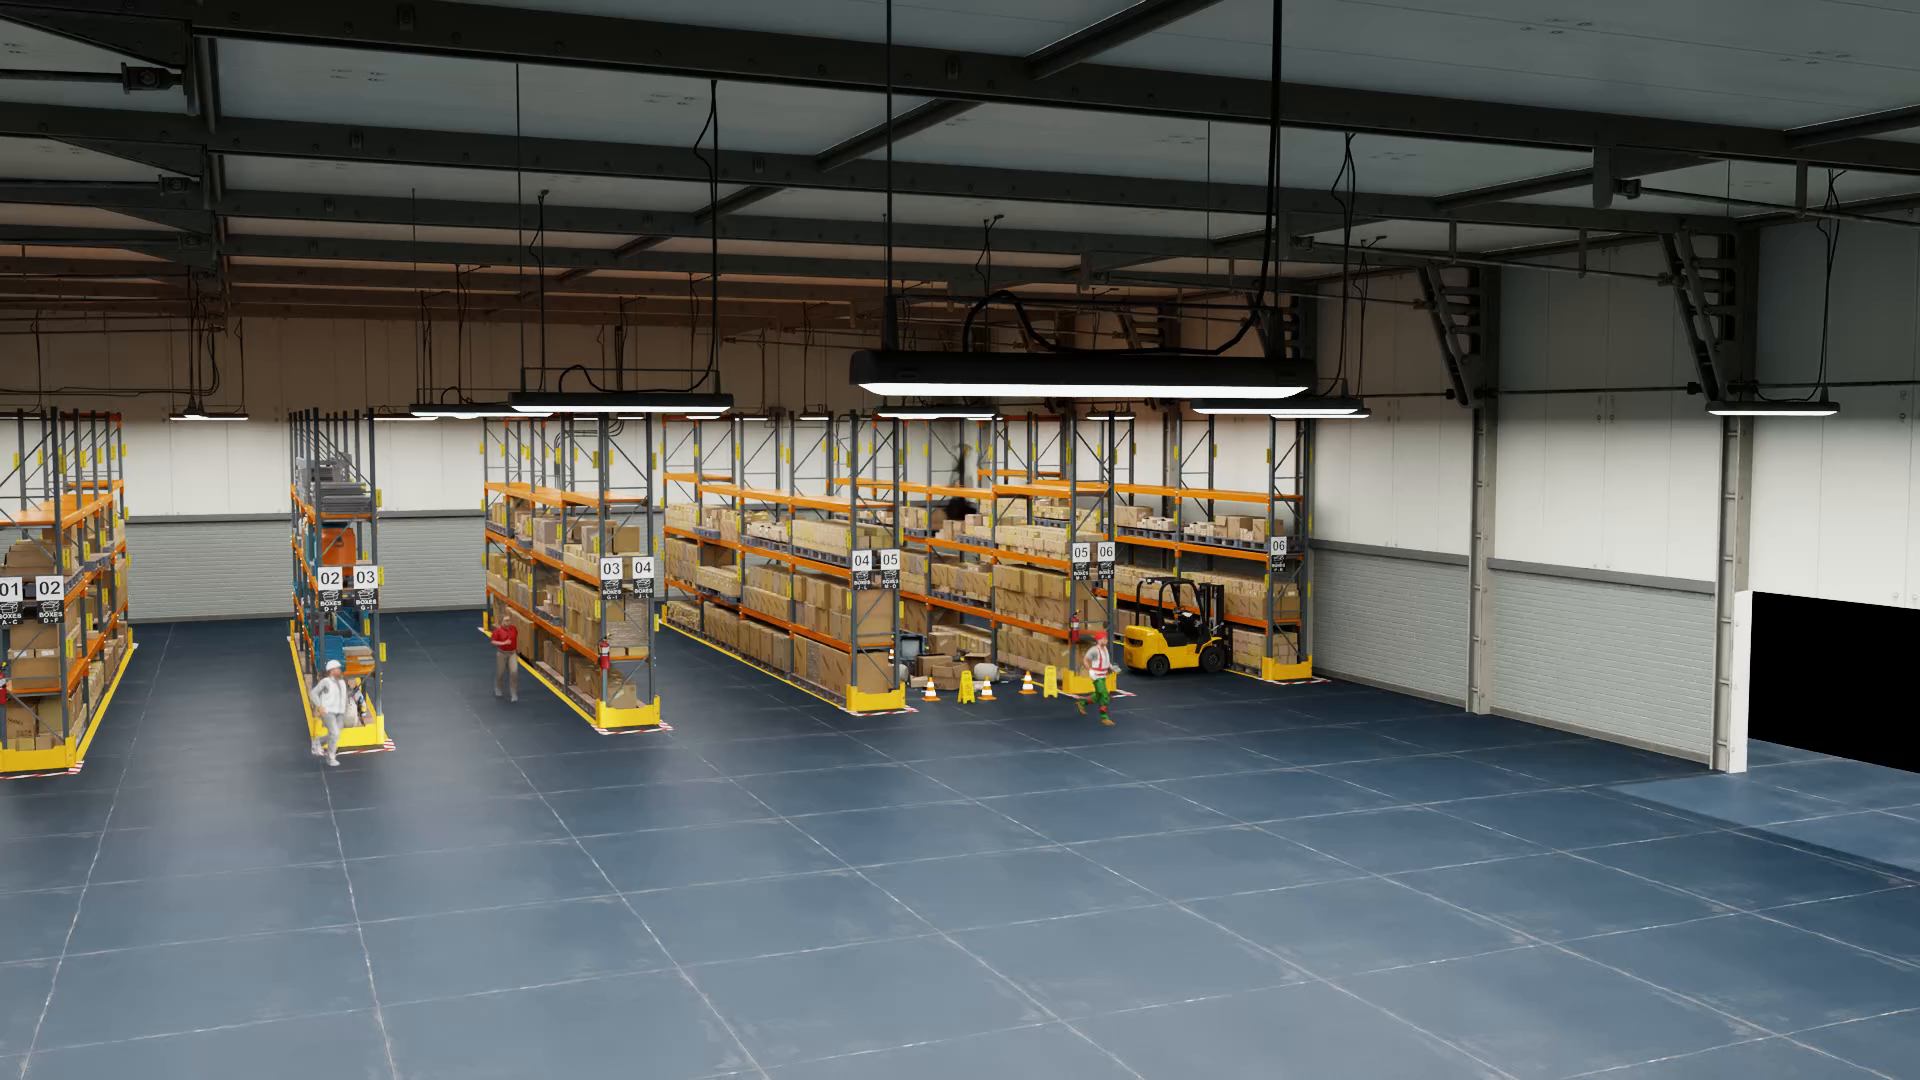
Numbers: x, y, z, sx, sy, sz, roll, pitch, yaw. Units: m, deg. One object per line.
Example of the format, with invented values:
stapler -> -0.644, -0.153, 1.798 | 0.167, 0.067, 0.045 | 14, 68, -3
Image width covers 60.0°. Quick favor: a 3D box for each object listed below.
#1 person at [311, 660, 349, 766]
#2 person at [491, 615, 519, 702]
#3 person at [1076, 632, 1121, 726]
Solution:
person -> -10.650, 2.913, 28.140 | 0.722, 1.759, 0.700 | 2, 4, 26
person -> -9.431, 2.430, 34.506 | 0.641, 1.768, 0.905 | -3, 5, -33
person -> 2.579, 2.624, 31.773 | 0.900, 1.775, 0.631 | 3, 5, 35
